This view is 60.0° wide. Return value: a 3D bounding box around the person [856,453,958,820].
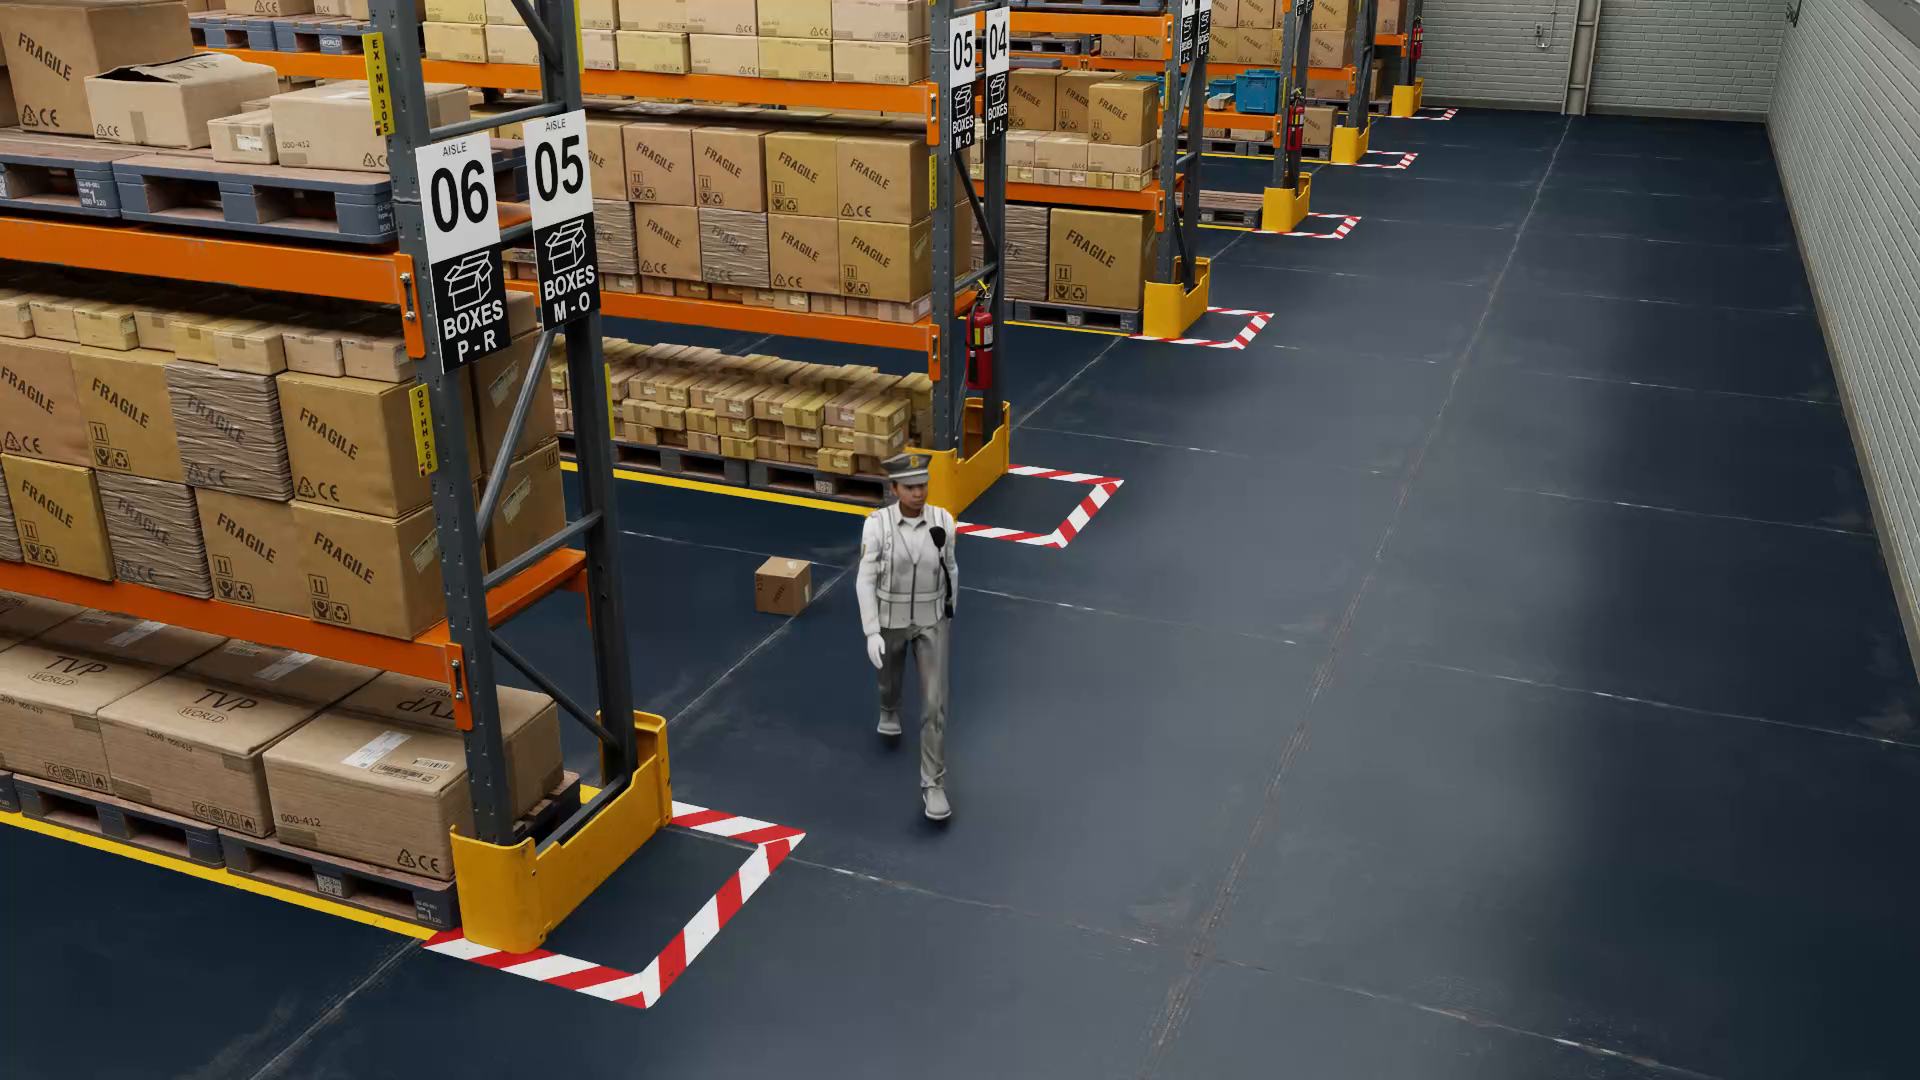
[{"bbox_3d":[-0.236,0.360,7.672,0.484,1.636,1.017,-3,23,-6],"label":"person"}]
